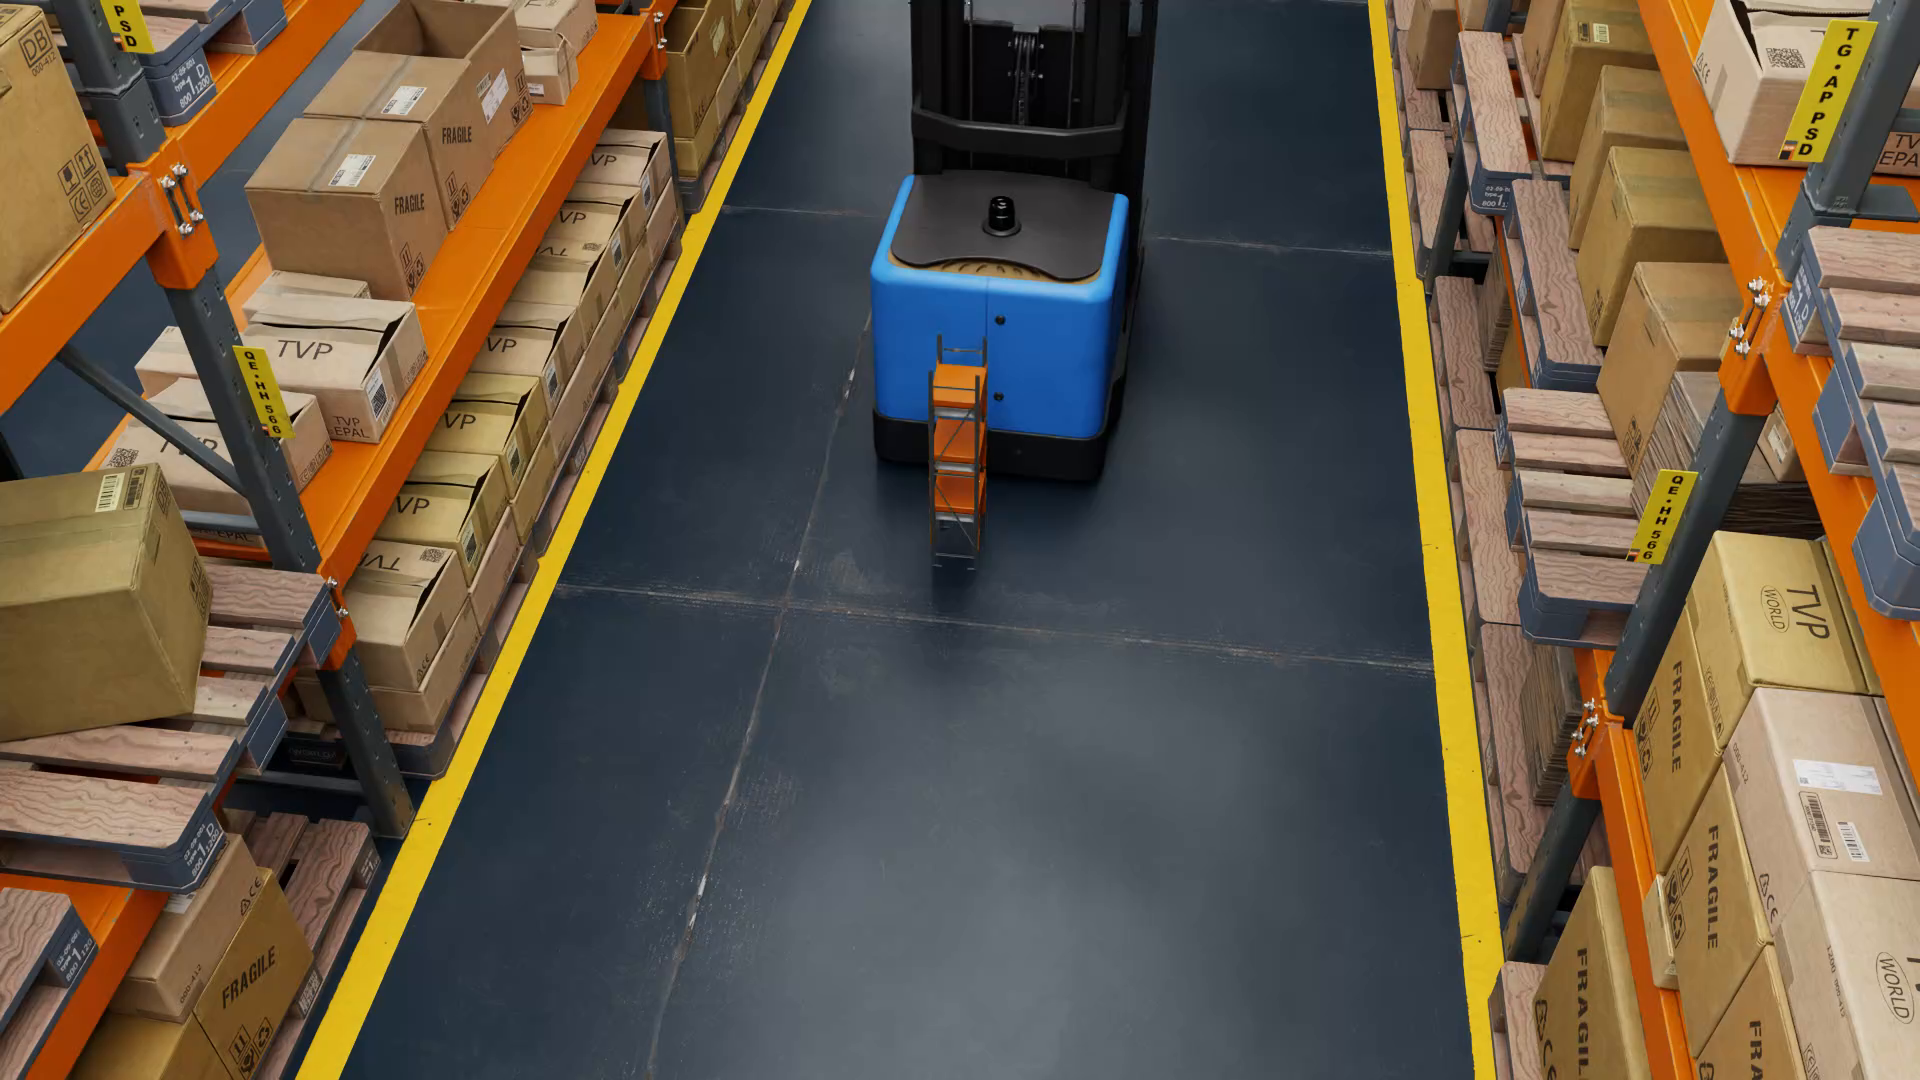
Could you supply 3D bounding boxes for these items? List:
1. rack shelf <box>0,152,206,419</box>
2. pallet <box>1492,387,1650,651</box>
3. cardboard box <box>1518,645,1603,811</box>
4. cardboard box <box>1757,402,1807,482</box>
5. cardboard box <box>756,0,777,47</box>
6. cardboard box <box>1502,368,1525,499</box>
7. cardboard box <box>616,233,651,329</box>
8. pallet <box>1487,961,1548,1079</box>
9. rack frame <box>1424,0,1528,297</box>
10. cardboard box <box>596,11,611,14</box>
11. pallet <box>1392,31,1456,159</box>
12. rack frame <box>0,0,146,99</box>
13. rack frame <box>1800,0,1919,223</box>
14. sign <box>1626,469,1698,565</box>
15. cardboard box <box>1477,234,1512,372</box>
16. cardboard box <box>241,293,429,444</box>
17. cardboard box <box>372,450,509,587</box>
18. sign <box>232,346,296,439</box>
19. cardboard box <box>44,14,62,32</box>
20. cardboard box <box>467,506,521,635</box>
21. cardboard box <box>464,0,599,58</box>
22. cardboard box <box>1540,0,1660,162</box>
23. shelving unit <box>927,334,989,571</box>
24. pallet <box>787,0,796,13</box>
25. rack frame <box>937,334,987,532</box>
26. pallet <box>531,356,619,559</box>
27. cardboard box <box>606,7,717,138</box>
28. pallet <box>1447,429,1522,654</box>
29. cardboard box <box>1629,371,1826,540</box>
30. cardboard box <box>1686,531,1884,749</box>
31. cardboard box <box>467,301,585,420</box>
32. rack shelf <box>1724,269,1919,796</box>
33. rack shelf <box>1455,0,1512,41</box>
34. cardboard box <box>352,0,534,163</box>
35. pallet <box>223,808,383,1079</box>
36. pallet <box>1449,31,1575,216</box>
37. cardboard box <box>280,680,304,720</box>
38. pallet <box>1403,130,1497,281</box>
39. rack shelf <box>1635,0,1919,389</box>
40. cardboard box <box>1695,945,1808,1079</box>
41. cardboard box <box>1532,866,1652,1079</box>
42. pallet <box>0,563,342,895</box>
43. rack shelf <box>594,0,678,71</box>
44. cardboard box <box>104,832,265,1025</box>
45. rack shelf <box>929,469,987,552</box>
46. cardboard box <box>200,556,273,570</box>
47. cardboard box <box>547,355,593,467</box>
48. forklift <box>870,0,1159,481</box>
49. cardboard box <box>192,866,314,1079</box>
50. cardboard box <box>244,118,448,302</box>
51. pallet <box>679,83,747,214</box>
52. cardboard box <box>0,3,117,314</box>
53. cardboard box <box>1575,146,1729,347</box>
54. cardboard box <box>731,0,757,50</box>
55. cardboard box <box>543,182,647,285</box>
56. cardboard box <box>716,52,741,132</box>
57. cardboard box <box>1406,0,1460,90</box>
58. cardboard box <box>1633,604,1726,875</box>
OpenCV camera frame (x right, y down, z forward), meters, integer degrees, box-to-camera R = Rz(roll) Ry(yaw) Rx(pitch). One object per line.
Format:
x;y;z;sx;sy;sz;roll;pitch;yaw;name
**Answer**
-2.792;0.465;2.942;1.077;0.370;4.000;5;44;6;rack shelf
2.372;-0.049;5.281;1.213;0.211;1.003;5;44;6;pallet
2.427;0.630;5.924;0.700;0.500;0.500;6;44;6;cardboard box
2.399;-0.292;4.535;0.380;0.149;0.250;0;43;0;cardboard box
-1.434;-3.261;10.229;0.500;0.250;0.500;5;44;6;cardboard box
2.705;-0.397;7.008;0.700;0.500;0.500;6;44;6;cardboard box
-1.834;-1.297;8.155;0.500;0.250;0.500;5;44;5;cardboard box
2.205;1.920;5.091;1.003;0.211;1.213;5;44;6;pallet
2.912;-2.349;7.571;1.000;3.000;0.127;5;44;6;rack frame
-2.076;-2.899;9.301;0.500;0.500;0.500;5;44;6;cardboard box
3.125;-2.631;9.897;1.003;0.211;1.213;5;44;6;pallet
-2.527;-2.249;3.102;1.000;3.000;0.127;5;44;6;rack frame
2.384;-1.801;2.630;1.000;3.000;0.127;5;44;6;rack frame
1.844;-0.057;4.367;0.100;0.325;0.005;5;44;6;sign
2.832;-1.098;7.748;0.700;0.500;0.500;7;44;7;cardboard box
-2.217;-0.630;5.821;0.500;0.311;0.500;5;44;5;cardboard box
-2.106;-0.117;6.501;0.500;0.311;0.500;4;44;4;cardboard box
-1.988;-0.419;4.749;0.100;0.325;0.005;5;44;6;sign
-2.523;-1.572;4.373;0.500;0.250;0.500;2;43;2;cardboard box
-2.101;0.103;6.677;0.500;0.250;0.500;4;44;4;cardboard box
-2.020;-2.403;7.737;0.500;0.250;0.500;8;44;8;cardboard box
2.730;-1.821;6.621;0.700;0.500;0.500;9;44;10;cardboard box
-0.007;-0.345;6.873;0.215;1.050;0.252;5;44;6;shelving unit
-1.529;-3.985;11.327;1.003;0.211;1.213;5;44;6;pallet
0.009;-0.428;6.961;0.200;1.050;0.008;5;44;6;rack frame
-2.216;-0.445;7.588;1.003;0.211;1.213;5;44;6;pallet
-1.627;-2.511;8.891;0.500;0.500;0.500;5;44;6;cardboard box
2.652;0.028;7.089;1.003;0.211;1.213;5;44;6;pallet
2.436;-0.140;4.846;0.700;0.500;0.500;1;43;1;cardboard box
2.064;0.259;3.968;0.500;0.250;0.500;6;44;7;cardboard box
-1.969;-0.815;7.238;0.500;0.311;0.500;5;44;5;cardboard box
2.119;0.912;2.469;1.077;0.370;4.000;5;44;6;rack shelf
3.177;-3.451;9.258;1.077;0.370;4.000;5;44;6;rack shelf
-2.186;-1.952;7.079;0.500;0.500;0.500;8;44;9;cardboard box
-2.663;1.447;5.590;1.003;0.211;1.213;5;44;6;pallet
2.667;-1.772;7.101;1.003;0.211;1.213;5;44;6;pallet
-2.699;0.395;6.368;0.500;0.250;0.500;6;44;7;cardboard box
2.966;-1.797;9.017;1.003;0.211;1.213;5;44;6;pallet
2.648;-1.814;5.348;1.077;0.370;4.000;5;44;6;rack shelf
1.921;1.228;3.490;0.500;0.500;0.500;5;44;5;cardboard box
2.156;1.495;4.770;0.750;0.750;0.750;5;44;5;cardboard box
-2.547;0.467;4.736;1.213;0.211;1.003;5;44;6;pallet
-1.734;-3.898;9.731;1.077;0.370;4.000;5;44;6;rack shelf
-2.421;1.103;4.879;0.500;0.250;0.500;7;44;7;cardboard box
-0.007;-0.135;7.071;0.215;0.259;0.240;5;44;6;rack shelf
-2.702;0.192;6.174;0.500;0.311;0.500;6;44;7;cardboard box
-1.970;-0.602;7.420;0.500;0.250;0.500;6;44;6;cardboard box
0.365;-2.350;7.623;1.130;2.935;3.031;7;44;7;forklift
-2.418;1.336;5.178;0.500;0.500;0.500;7;44;7;cardboard box
-2.321;-1.252;6.340;0.500;0.500;0.500;3;44;3;cardboard box
-1.852;-2.322;9.571;1.003;0.211;1.213;5;44;6;pallet
-2.551;-0.896;3.782;0.910;0.500;0.500;5;44;6;cardboard box
2.578;-0.991;5.745;0.700;0.500;0.500;5;44;6;cardboard box
-1.495;-3.192;9.611;0.500;0.500;0.500;5;44;6;cardboard box
-1.830;-1.497;7.958;0.500;0.311;0.500;6;44;7;cardboard box
-1.565;-2.579;9.509;0.500;0.250;0.500;5;44;6;cardboard box
3.039;-2.980;9.736;0.700;0.500;0.500;3;44;3;cardboard box
2.066;0.533;4.224;0.500;0.500;0.500;6;44;7;cardboard box
